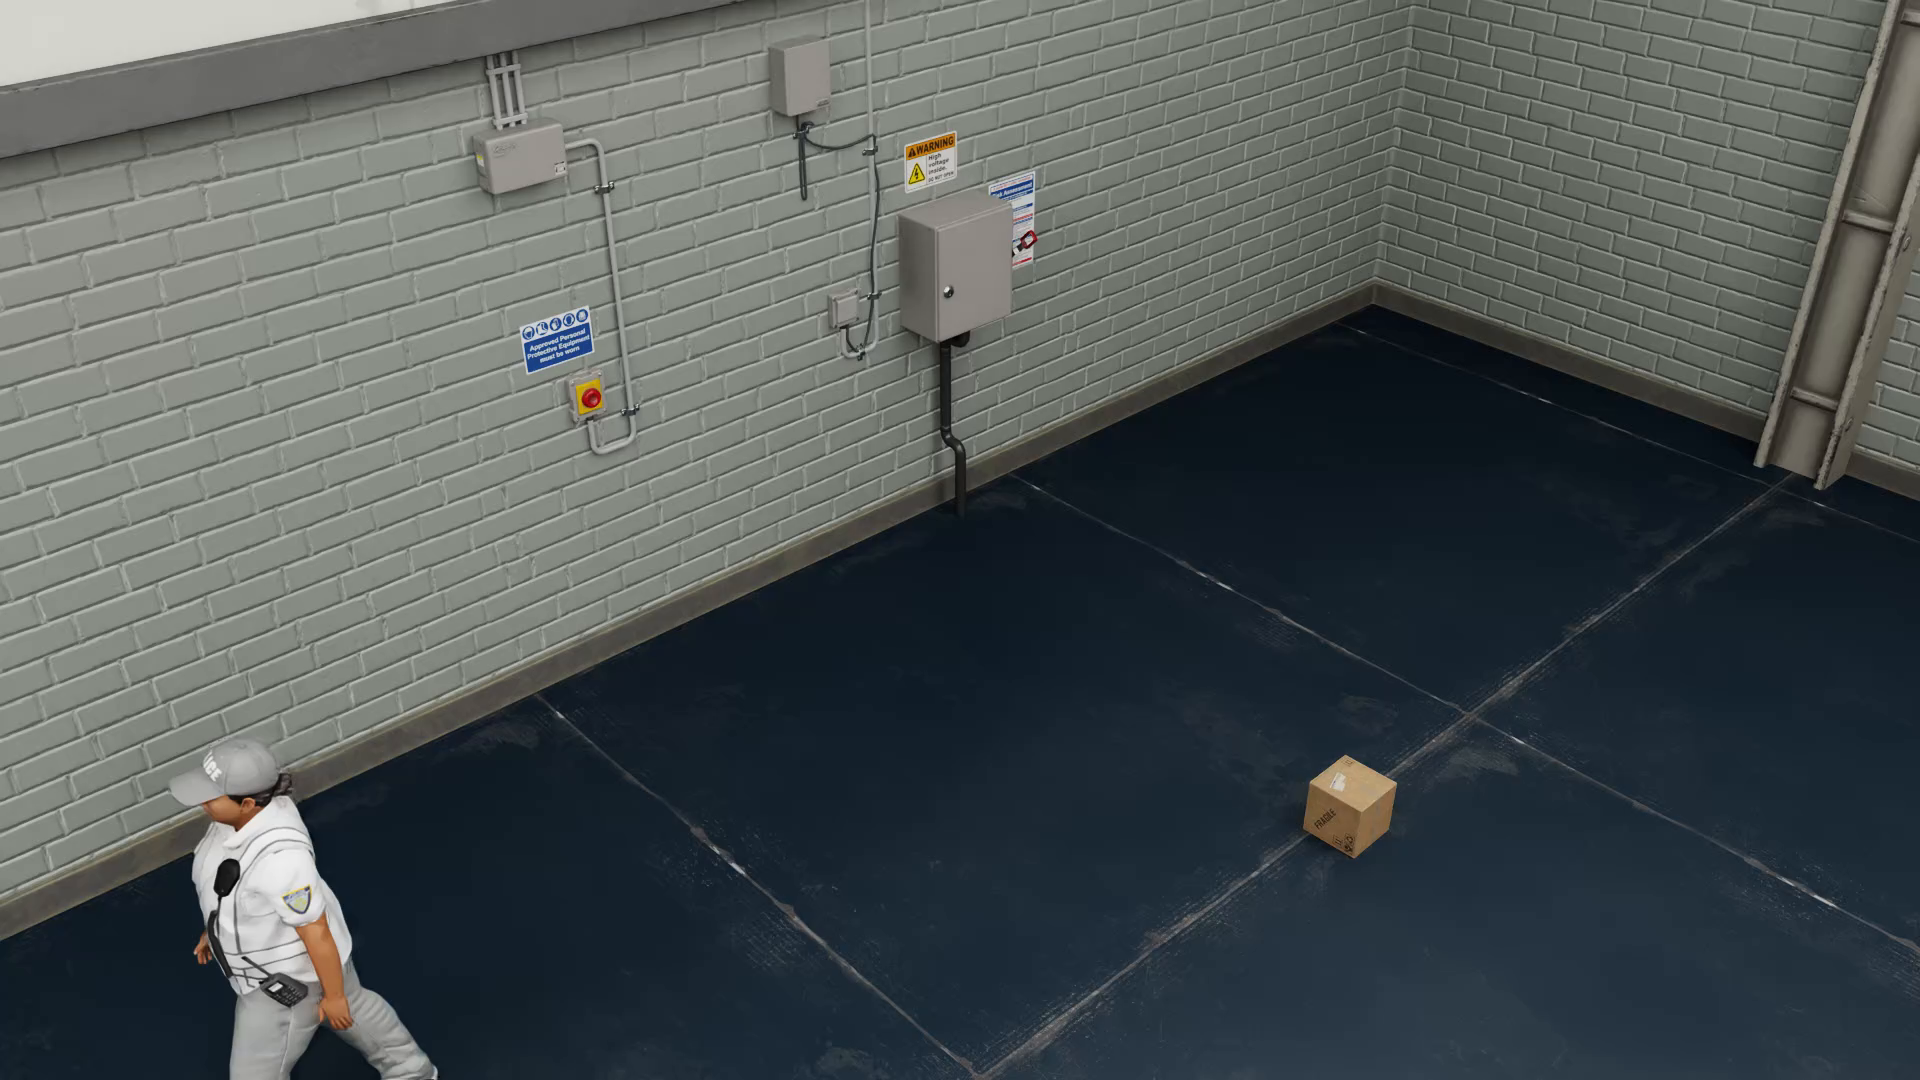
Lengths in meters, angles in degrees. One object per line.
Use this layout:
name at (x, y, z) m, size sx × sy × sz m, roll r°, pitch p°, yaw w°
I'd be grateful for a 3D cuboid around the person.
person at (-2.139, 1.292, 5.054) m, size 0.865 × 1.649 × 0.512 m, roll -16°, pitch 35°, yaw -24°
